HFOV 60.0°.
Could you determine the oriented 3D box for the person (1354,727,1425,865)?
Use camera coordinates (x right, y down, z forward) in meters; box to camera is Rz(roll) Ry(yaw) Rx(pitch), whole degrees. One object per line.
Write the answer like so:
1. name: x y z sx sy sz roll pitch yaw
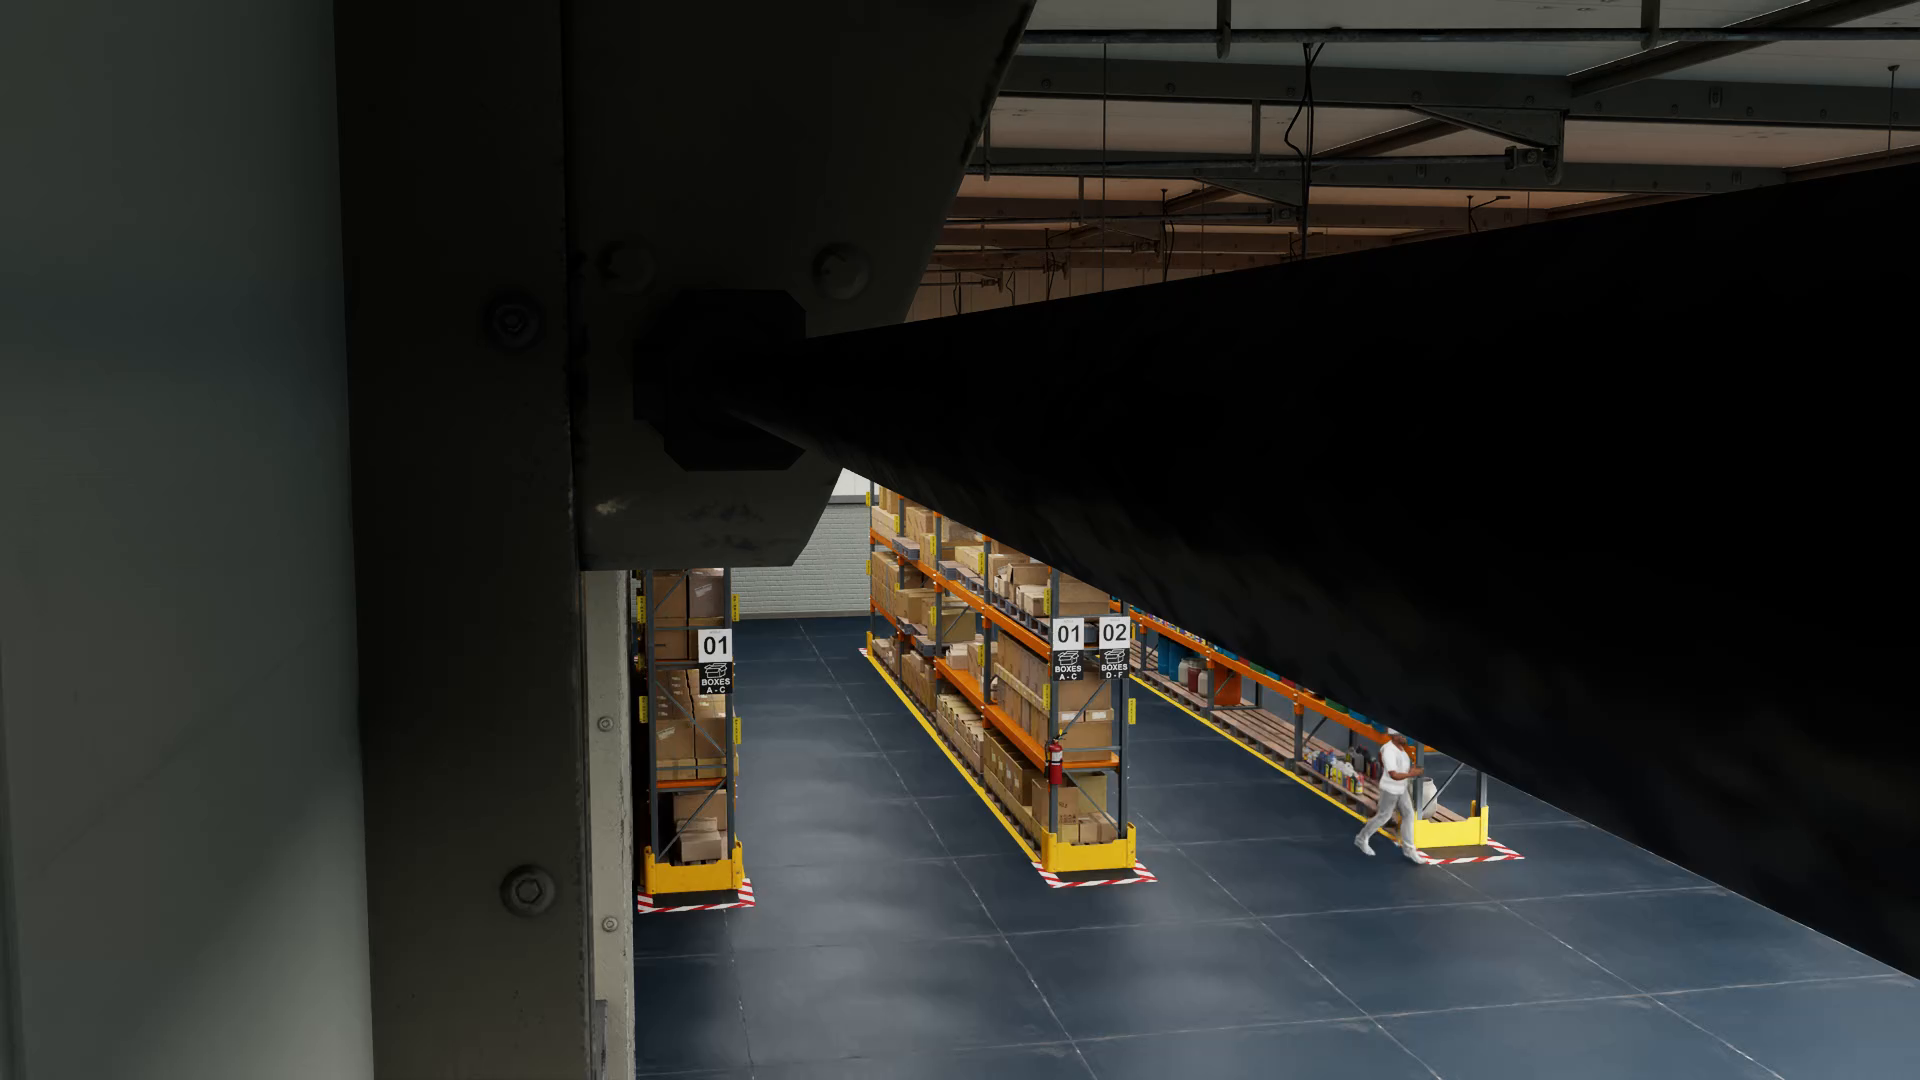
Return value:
1. person: 5.511 3.216 21.255 0.897 1.804 0.681 4 7 31
